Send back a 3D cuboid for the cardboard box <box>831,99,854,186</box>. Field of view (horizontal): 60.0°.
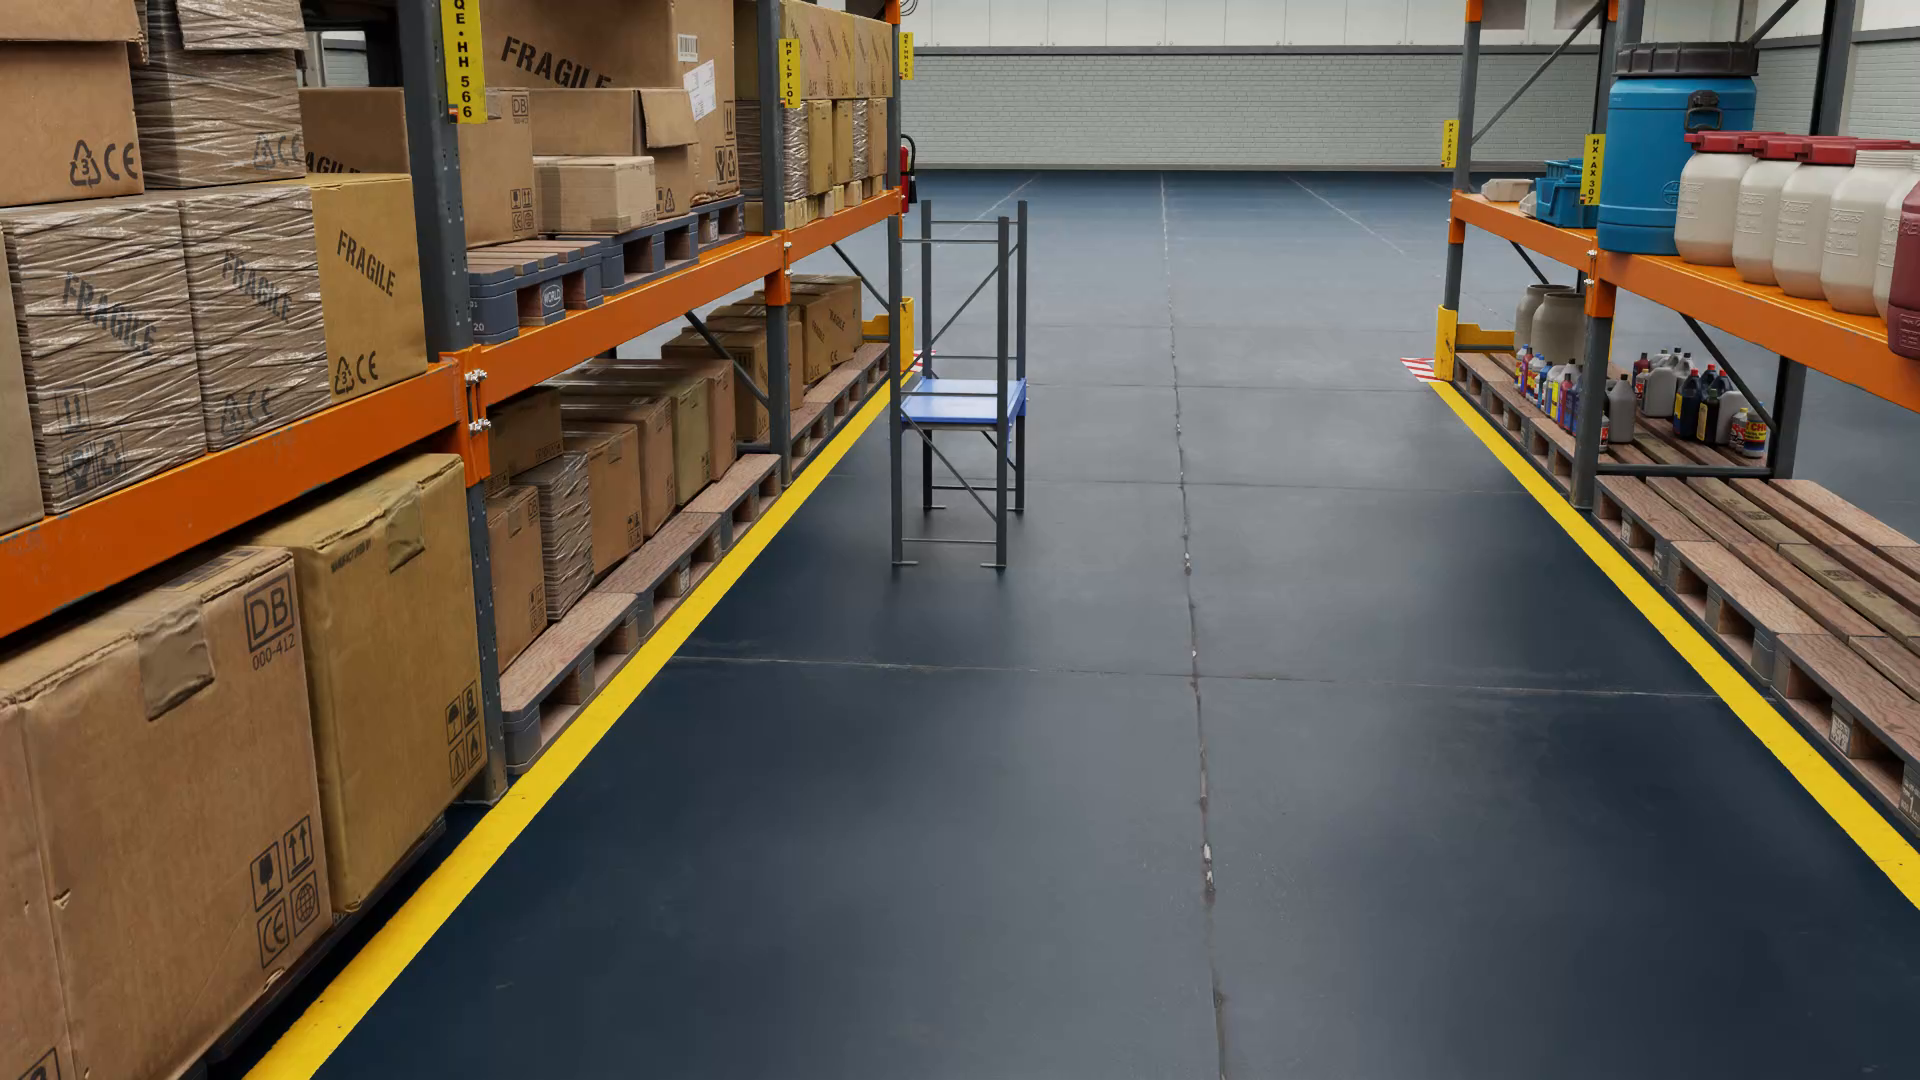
[{"bbox_3d":[-1.128,-2.437,10.167,0.875,0.500,0.500,2,15,6],"label":"cardboard box"}]

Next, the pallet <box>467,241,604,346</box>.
[{"bbox_3d":[-1.862,-0.798,5.236,1.213,0.211,1.003,2,15,6],"label":"pallet"}]

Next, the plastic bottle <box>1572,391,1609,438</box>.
[{"bbox_3d":[3.322,-0.704,8.750,0.144,0.351,0.185,1,15,5],"label":"plastic bottle"}]

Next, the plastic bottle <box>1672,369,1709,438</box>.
[{"bbox_3d":[3.896,-0.730,8.846,0.144,0.351,0.185,2,15,6],"label":"plastic bottle"}]

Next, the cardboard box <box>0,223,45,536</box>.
[{"bbox_3d":[-1.822,-0.220,2.538,0.500,0.500,0.500,2,15,7],"label":"cardboard box"}]

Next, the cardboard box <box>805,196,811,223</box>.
[{"bbox_3d":[-1.020,-1.796,9.040,0.380,0.149,0.250,2,15,6],"label":"cardboard box"}]

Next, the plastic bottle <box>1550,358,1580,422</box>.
[{"bbox_3d":[3.380,-0.837,9.244,0.144,0.351,0.185,2,15,6],"label":"plastic bottle"}]

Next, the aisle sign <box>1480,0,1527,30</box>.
[{"bbox_3d":[3.704,-3.914,11.411,0.394,0.787,0.004,2,15,6],"label":"aisle sign"}]

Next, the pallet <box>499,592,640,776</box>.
[{"bbox_3d":[-1.747,0.440,5.629,1.003,0.211,1.213,2,15,6],"label":"pallet"}]

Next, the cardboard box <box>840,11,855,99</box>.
[{"bbox_3d":[-0.925,-2.914,10.014,0.500,0.500,0.500,2,15,6],"label":"cardboard box"}]

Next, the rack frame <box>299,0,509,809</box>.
[{"bbox_3d":[-1.837,-0.703,4.515,1.000,3.000,0.127,2,15,6],"label":"rack frame"}]

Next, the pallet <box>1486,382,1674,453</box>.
[{"bbox_3d":[3.788,-0.739,9.990,1.003,0.211,1.213,2,15,6],"label":"pallet"}]

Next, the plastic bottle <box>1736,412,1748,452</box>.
[{"bbox_3d":[4.019,-0.552,8.476,0.097,0.201,0.097,0,15,0],"label":"plastic bottle"}]

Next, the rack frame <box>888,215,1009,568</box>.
[{"bbox_3d":[-0.048,-0.614,7.061,0.500,1.500,0.032,2,15,6],"label":"rack frame"}]

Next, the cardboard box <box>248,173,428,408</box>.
[{"bbox_3d":[-1.646,-0.616,4.002,0.500,0.500,0.500,2,15,8],"label":"cardboard box"}]

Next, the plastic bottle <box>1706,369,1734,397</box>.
[{"bbox_3d":[4.039,-0.725,8.830,0.144,0.351,0.185,2,15,8],"label":"plastic bottle"}]

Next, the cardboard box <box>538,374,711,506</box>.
[{"bbox_3d":[-1.549,-0.464,7.579,0.700,0.500,0.500,2,15,6],"label":"cardboard box"}]

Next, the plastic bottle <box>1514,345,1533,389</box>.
[{"bbox_3d":[3.473,-1.066,10.243,0.097,0.271,0.097,0,15,0],"label":"plastic bottle"}]

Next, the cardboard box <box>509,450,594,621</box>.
[{"bbox_3d":[-1.731,-0.027,5.963,0.700,0.500,0.500,0,15,2],"label":"cardboard box"}]

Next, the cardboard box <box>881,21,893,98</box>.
[{"bbox_3d":[-0.750,-3.303,11.452,0.500,0.500,0.500,2,15,6],"label":"cardboard box"}]

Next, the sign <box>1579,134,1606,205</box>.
[{"bbox_3d":[2.991,-1.747,7.847,0.100,0.325,0.005,2,15,6],"label":"sign"}]

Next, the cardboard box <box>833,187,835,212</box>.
[{"bbox_3d":[-0.946,-1.991,9.760,0.380,0.149,0.250,2,15,6],"label":"cardboard box"}]

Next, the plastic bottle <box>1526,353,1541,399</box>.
[{"bbox_3d":[3.434,-0.977,9.914,0.097,0.271,0.097,0,15,0],"label":"plastic bottle"}]

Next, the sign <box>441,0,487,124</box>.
[{"bbox_3d":[-1.285,-1.246,4.307,0.100,0.325,0.005,2,15,6],"label":"sign"}]

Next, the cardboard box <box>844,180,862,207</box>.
[{"bbox_3d":[-0.826,-2.185,10.476,0.380,0.149,0.250,2,15,6],"label":"cardboard box"}]

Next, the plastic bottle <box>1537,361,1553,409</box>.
[{"bbox_3d":[3.400,-0.899,9.624,0.097,0.271,0.097,0,15,0],"label":"plastic bottle"}]

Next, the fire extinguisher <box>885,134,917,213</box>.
[{"bbox_3d":[-0.463,-2.757,12.259,0.296,0.674,0.183,2,15,6],"label":"fire extinguisher"}]

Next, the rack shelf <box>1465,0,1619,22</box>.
[{"bbox_3d":[3.762,-3.214,9.433,1.077,0.370,4.000,2,15,6],"label":"rack shelf"}]

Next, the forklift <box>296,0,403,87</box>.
[{"bbox_3d":[-3.281,-1.648,8.140,1.130,2.935,3.031,3,15,10],"label":"forklift"}]

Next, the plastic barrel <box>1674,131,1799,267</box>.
[{"bbox_3d":[3.210,-1.419,6.901,0.433,0.535,0.433,0,15,0],"label":"plastic barrel"}]

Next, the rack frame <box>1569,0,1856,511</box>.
[{"bbox_3d":[3.536,-1.595,7.813,1.000,3.000,0.127,2,15,6],"label":"rack frame"}]

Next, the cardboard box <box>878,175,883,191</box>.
[{"bbox_3d":[-0.761,-2.577,11.926,0.380,0.149,0.250,2,15,6],"label":"cardboard box"}]

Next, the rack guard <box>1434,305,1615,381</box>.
[{"bbox_3d":[4.026,-1.404,11.898,1.175,0.500,0.348,2,15,6],"label":"rack guard"}]

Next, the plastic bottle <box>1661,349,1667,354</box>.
[{"bbox_3d":[4.221,-1.013,10.023,0.061,0.283,0.133,2,15,8],"label":"plastic bottle"}]

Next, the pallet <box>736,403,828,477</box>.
[{"bbox_3d":[-1.345,-0.570,9.364,1.003,0.211,1.213,2,15,6],"label":"pallet"}]

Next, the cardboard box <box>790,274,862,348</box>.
[{"bbox_3d":[-1.021,-1.613,11.863,0.500,0.500,0.500,5,16,17],"label":"cardboard box"}]

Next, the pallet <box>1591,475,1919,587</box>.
[{"bbox_3d":[3.486,-0.044,7.419,1.003,0.211,1.213,2,15,6],"label":"pallet"}]

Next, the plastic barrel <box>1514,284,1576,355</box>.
[{"bbox_3d":[3.989,-1.461,11.280,0.421,0.512,0.421,0,15,0],"label":"plastic barrel"}]

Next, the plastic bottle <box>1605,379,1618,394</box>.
[{"bbox_3d":[3.494,-0.720,8.952,0.152,0.276,0.135,2,15,6],"label":"plastic bottle"}]

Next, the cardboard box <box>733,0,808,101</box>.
[{"bbox_3d":[-1.082,-2.524,8.574,0.500,0.500,0.500,2,15,6],"label":"cardboard box"}]

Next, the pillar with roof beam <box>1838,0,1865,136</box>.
[{"bbox_3d":[13.042,-11.381,32.510,9.100,9.000,0.400,2,15,6],"label":"pillar with roof beam"}]

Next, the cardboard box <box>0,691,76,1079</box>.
[{"bbox_3d":[-2.136,0.759,2.375,1.225,0.875,0.875,1,15,4],"label":"cardboard box"}]

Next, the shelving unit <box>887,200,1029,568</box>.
[{"bbox_3d":[0.010,-0.746,7.548,0.538,1.500,1.048,2,15,6],"label":"shelving unit"}]

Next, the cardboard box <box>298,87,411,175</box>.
[{"bbox_3d":[-1.815,-1.095,4.970,0.500,0.500,0.500,0,15,-1],"label":"cardboard box"}]

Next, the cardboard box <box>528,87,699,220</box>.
[{"bbox_3d":[-1.489,-1.541,6.611,0.797,0.503,0.637,3,15,12],"label":"cardboard box"}]

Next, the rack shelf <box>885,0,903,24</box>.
[{"bbox_3d":[-1.160,-3.360,9.973,1.077,0.370,4.000,2,15,6],"label":"rack shelf"}]

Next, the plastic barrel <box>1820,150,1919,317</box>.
[{"bbox_3d":[3.036,-0.993,5.375,0.421,0.512,0.421,0,15,0],"label":"plastic barrel"}]

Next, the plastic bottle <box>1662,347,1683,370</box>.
[{"bbox_3d":[4.130,-0.933,9.597,0.144,0.351,0.185,2,15,9],"label":"plastic bottle"}]

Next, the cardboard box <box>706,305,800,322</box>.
[{"bbox_3d":[-1.251,-1.151,10.157,0.500,0.500,0.500,0,15,1],"label":"cardboard box"}]

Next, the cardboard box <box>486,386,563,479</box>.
[{"bbox_3d":[-1.741,-0.383,5.842,0.500,0.250,0.500,3,16,13],"label":"cardboard box"}]

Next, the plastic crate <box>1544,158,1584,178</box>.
[{"bbox_3d":[4.228,-2.422,11.156,0.499,0.251,0.616,2,15,6],"label":"plastic crate"}]
